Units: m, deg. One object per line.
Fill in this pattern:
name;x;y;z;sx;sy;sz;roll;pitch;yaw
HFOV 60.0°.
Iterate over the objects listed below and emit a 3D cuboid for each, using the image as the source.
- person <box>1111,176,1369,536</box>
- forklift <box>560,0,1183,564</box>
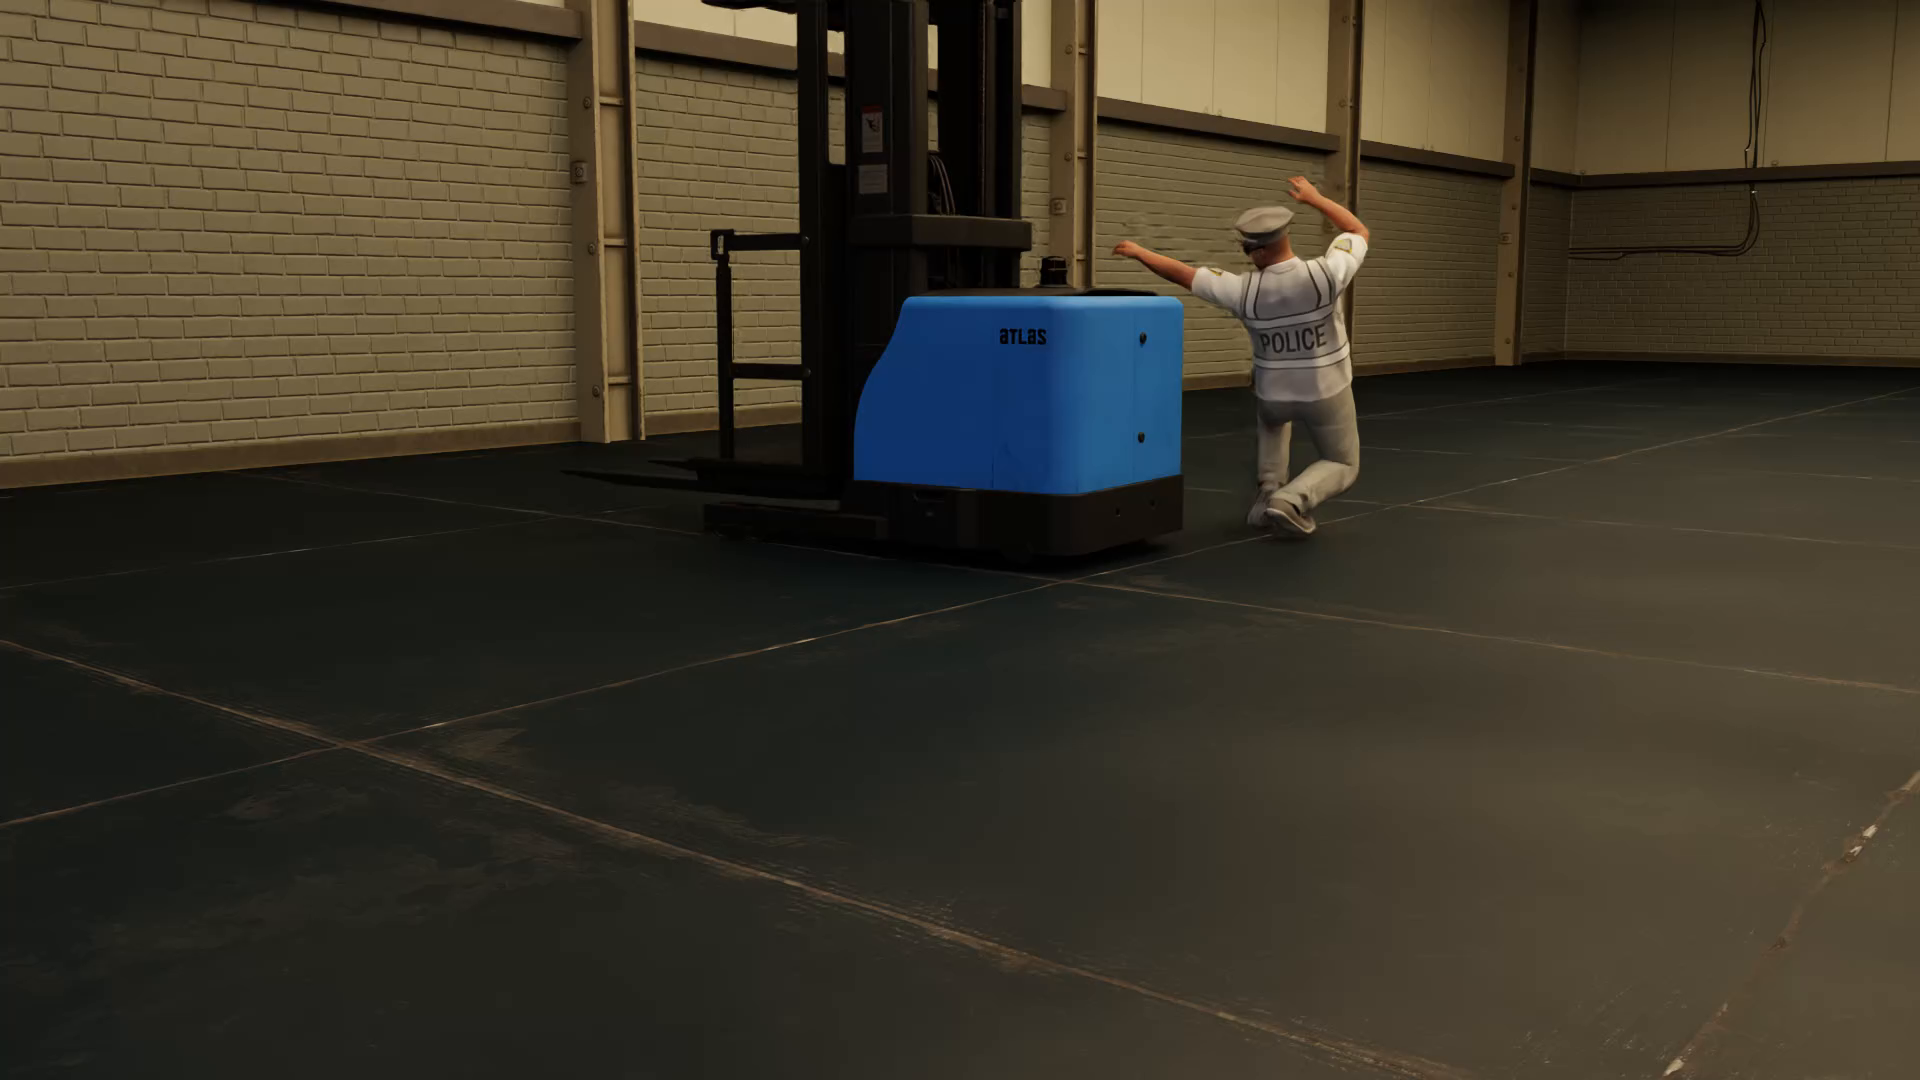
person;1.297;-0.823;7.620;1.120;1.652;0.870;4;9;28
forklift;-0.540;-1.494;7.489;3.031;2.935;1.130;6;10;33
